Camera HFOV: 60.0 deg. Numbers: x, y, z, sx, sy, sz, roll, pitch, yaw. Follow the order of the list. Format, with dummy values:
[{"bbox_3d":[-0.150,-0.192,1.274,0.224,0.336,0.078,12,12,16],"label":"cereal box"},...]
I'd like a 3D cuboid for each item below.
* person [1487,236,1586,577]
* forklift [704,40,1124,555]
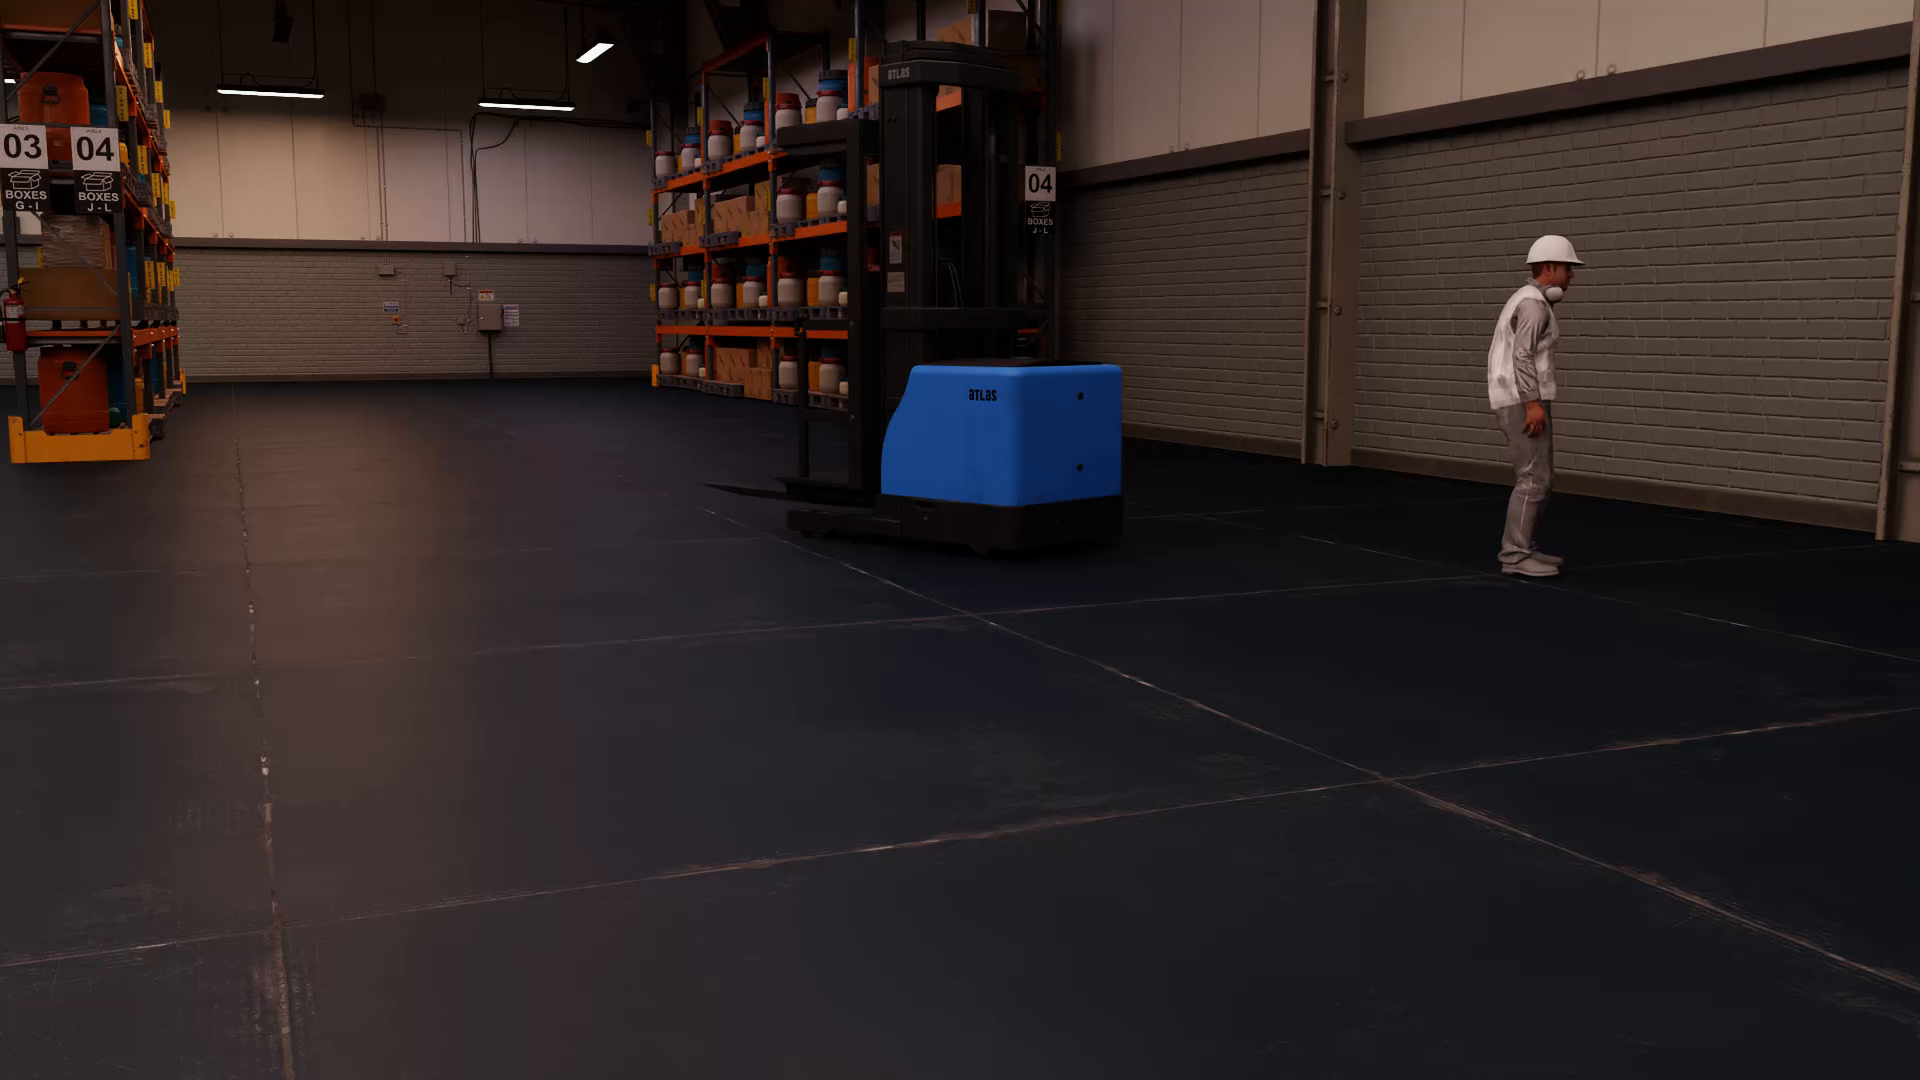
[{"bbox_3d":[3.030,-0.714,8.805,0.466,1.769,0.579,3,8,21],"label":"person"},{"bbox_3d":[-0.436,-1.509,10.383,3.031,2.935,1.130,7,10,44],"label":"forklift"}]
